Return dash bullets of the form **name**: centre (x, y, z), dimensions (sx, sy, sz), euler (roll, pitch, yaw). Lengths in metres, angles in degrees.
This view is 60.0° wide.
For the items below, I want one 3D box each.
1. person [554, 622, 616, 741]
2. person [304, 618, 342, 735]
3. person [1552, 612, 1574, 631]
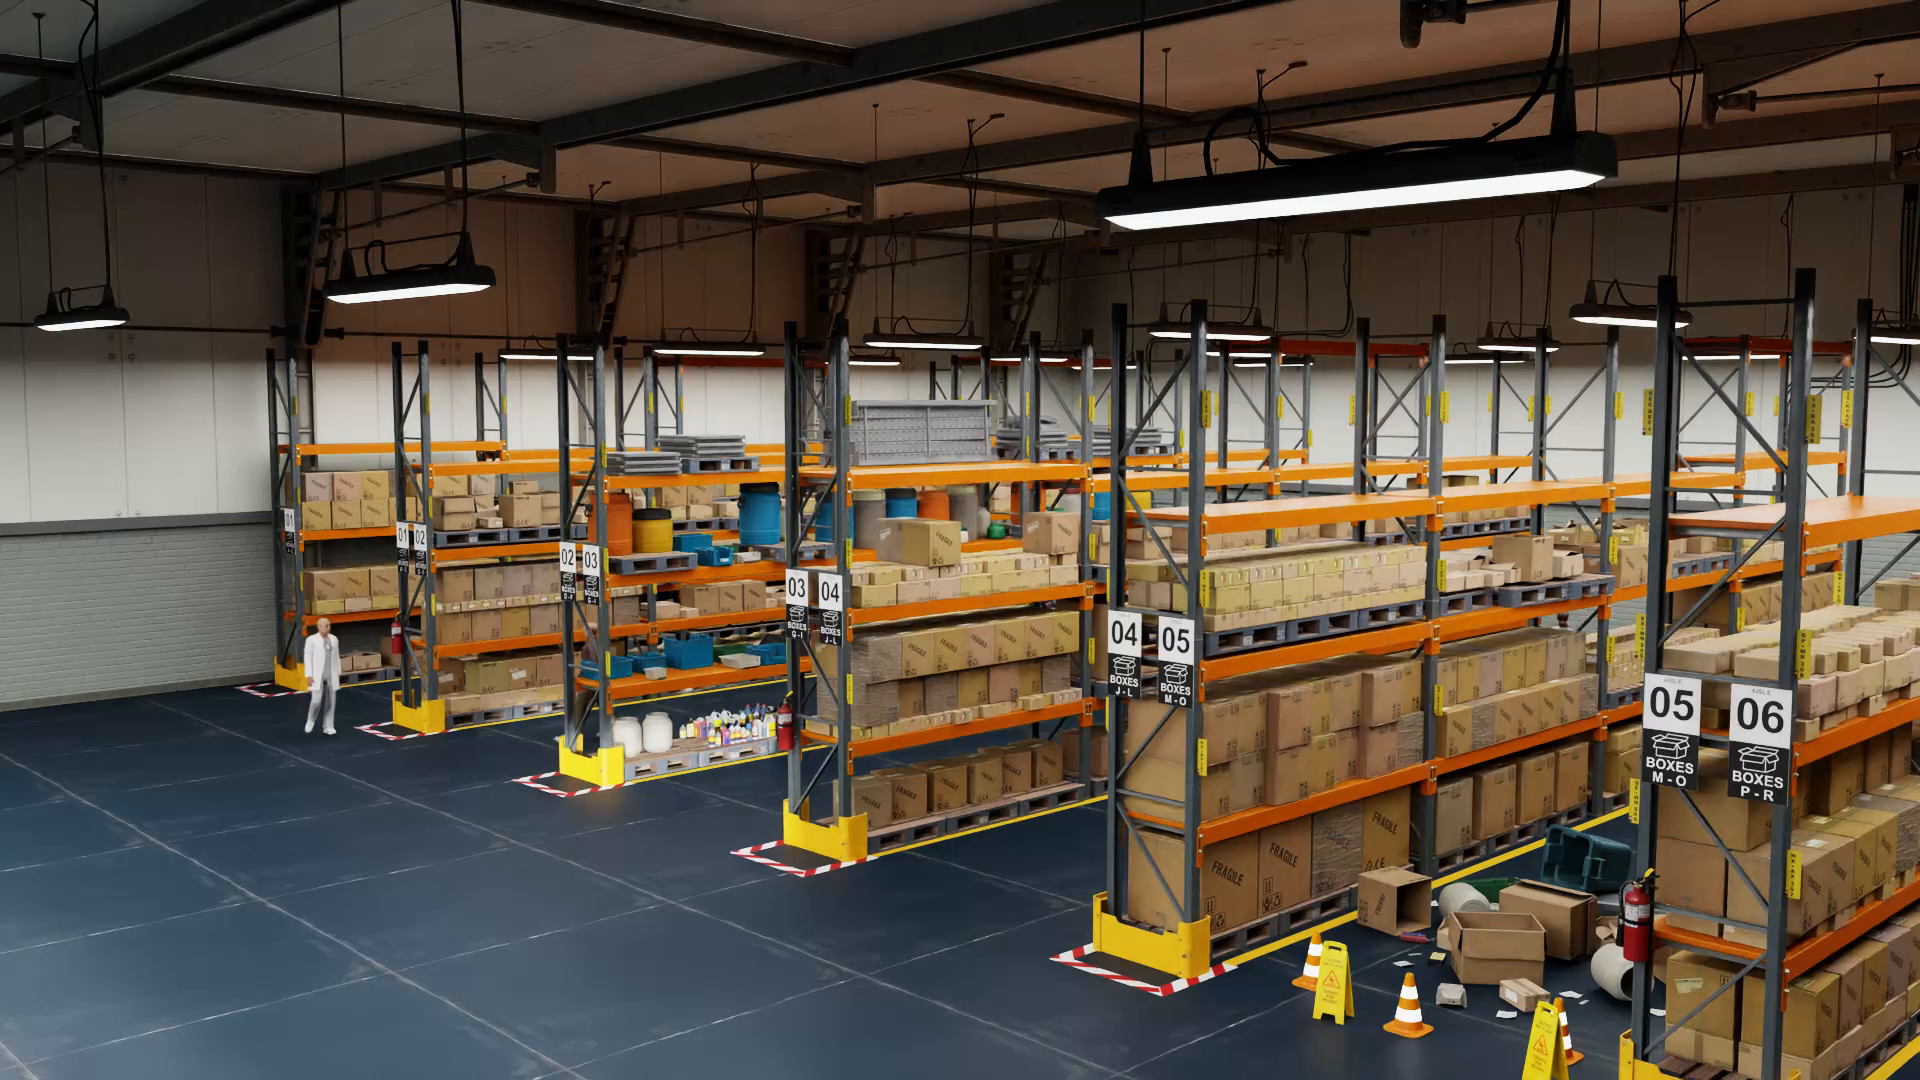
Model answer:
- **person**: centre (-5.573, 2.113, 24.971), dimensions (0.911, 1.755, 0.651), euler (0, 5, 5)
- **person**: centre (-9.716, 2.068, 25.314), dimensions (0.602, 1.777, 0.567), euler (-5, 7, -44)
- **person**: centre (9.798, 1.988, 27.165), dimensions (0.488, 1.679, 0.399), euler (1, 5, 15)
